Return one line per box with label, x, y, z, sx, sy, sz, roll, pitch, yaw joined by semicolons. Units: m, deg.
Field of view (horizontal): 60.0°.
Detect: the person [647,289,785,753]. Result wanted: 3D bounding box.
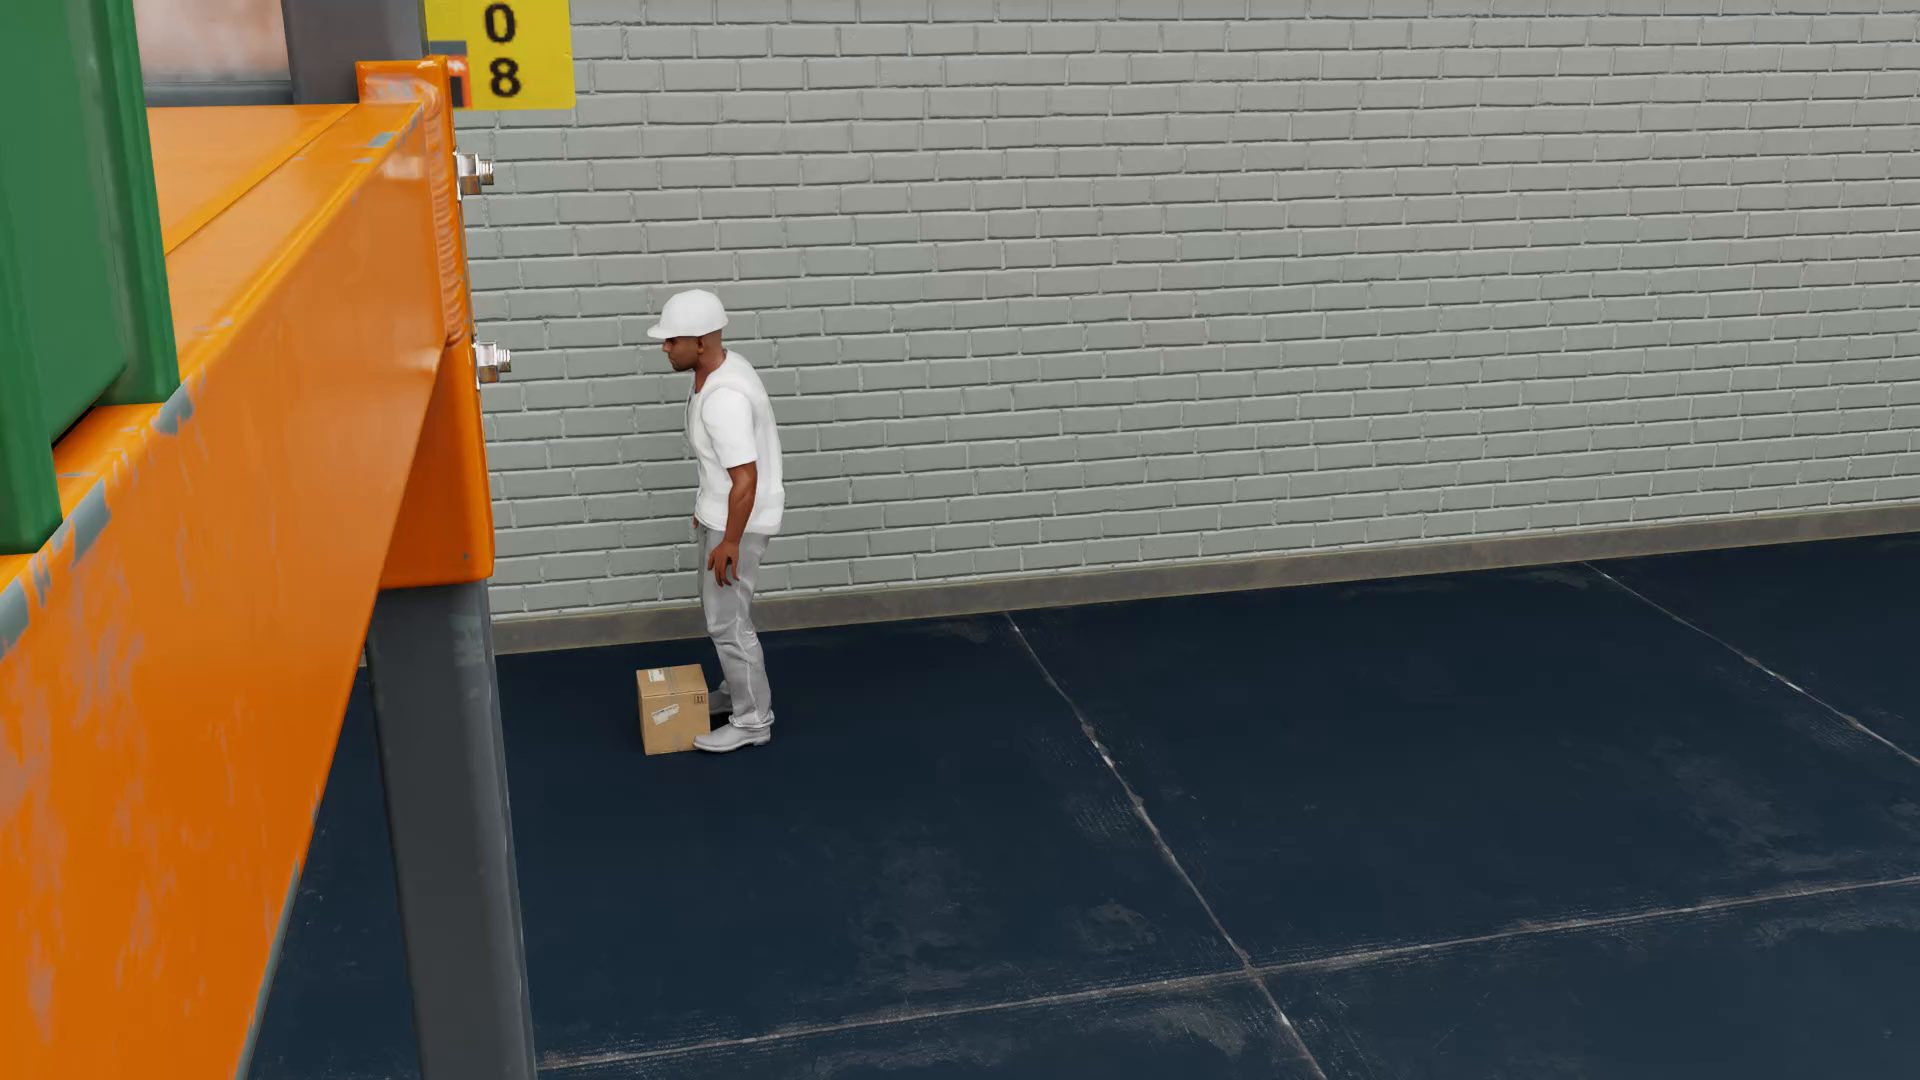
person;-0.898;-0.075;6.254;0.463;1.760;0.632;-5;20;-13
